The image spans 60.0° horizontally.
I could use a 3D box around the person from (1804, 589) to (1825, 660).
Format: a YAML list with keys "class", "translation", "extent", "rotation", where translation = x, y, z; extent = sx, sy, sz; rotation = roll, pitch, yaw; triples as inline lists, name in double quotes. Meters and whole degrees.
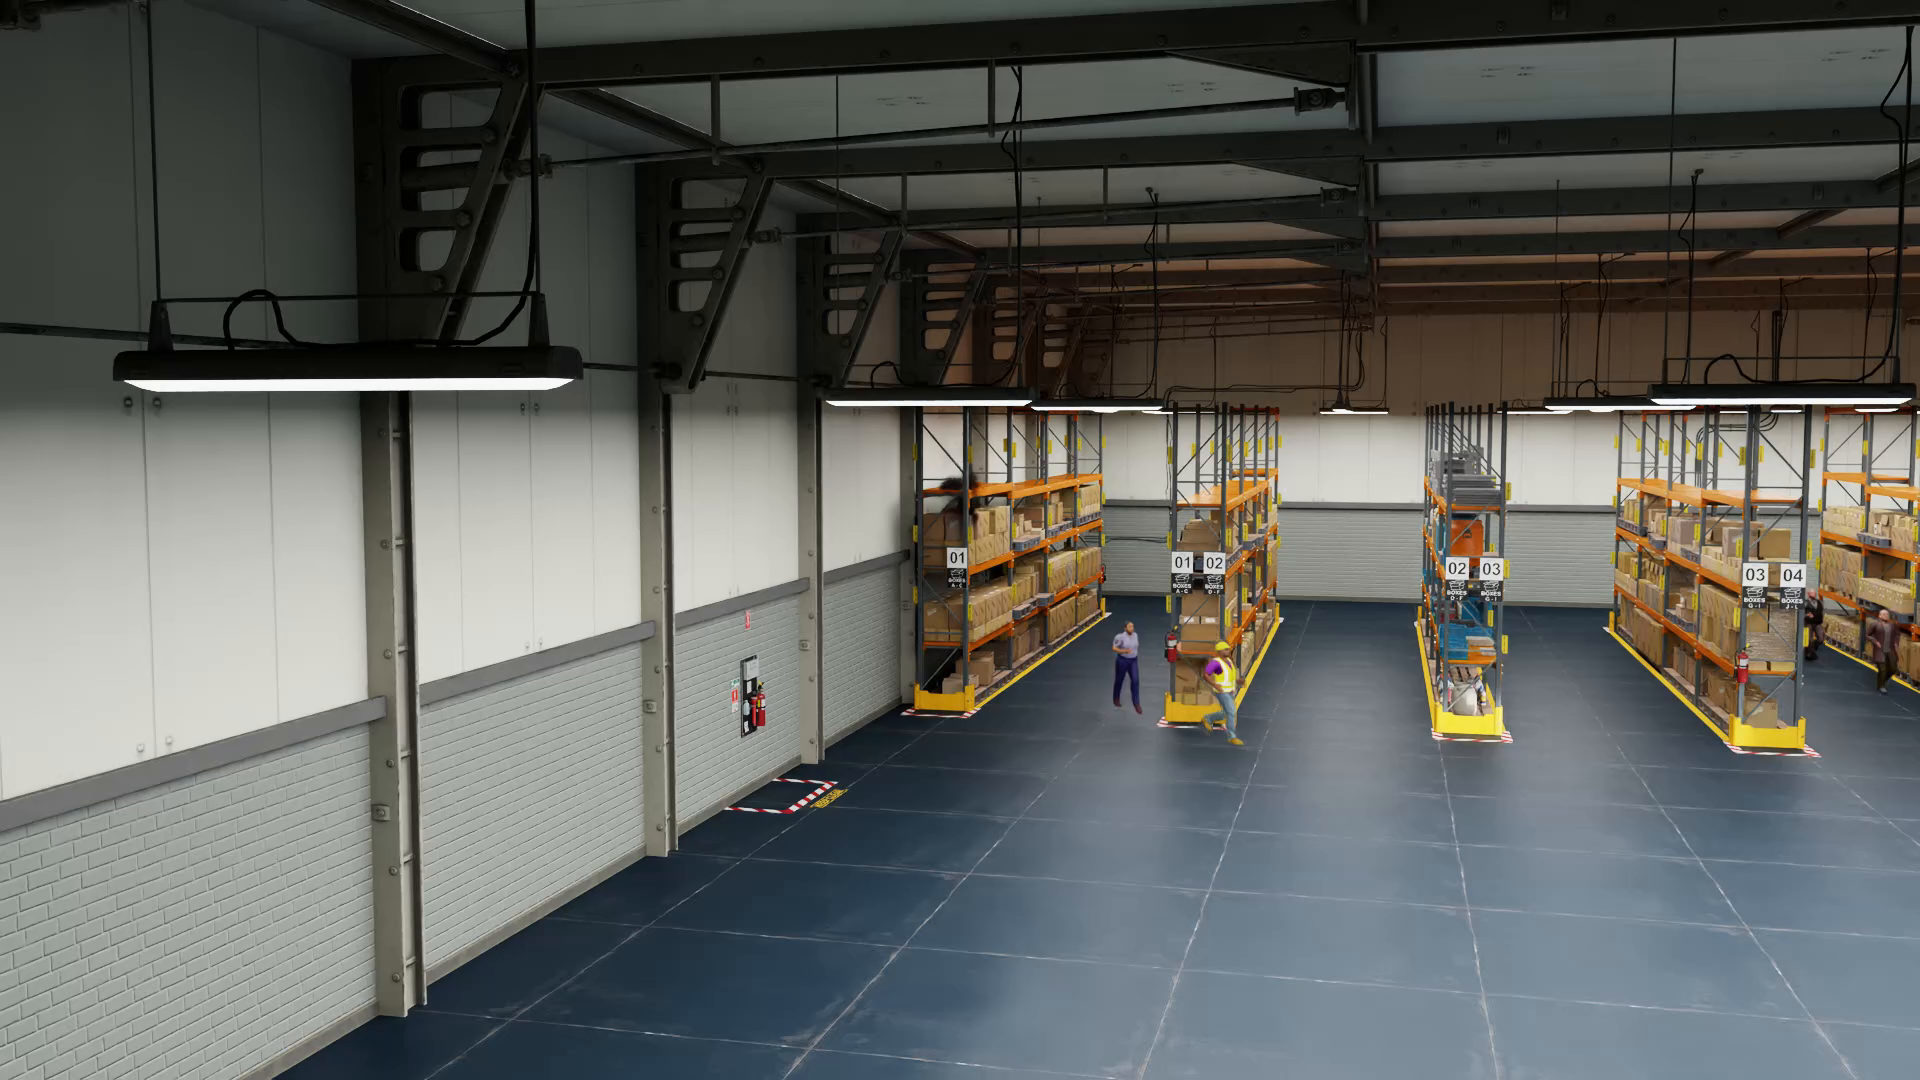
- class: "person"
  translation: [20.005, 1.993, 38.962]
  extent: [0.646, 1.684, 0.602]
  rotation: [0, 4, 6]

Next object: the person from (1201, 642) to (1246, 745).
- class: "person"
  translation: [4.549, 2.642, 28.869]
  extent: [0.872, 1.759, 0.700]
  rotation: [3, 5, 36]

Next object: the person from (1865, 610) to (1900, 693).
- class: "person"
  translation: [19.172, 2.343, 34.502]
  extent: [0.705, 1.656, 0.661]
  rotation: [1, 4, 8]

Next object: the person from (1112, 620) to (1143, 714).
- class: "person"
  translation: [3.120, 2.348, 31.105]
  extent: [0.629, 1.712, 0.836]
  rotation: [-2, 4, -20]
